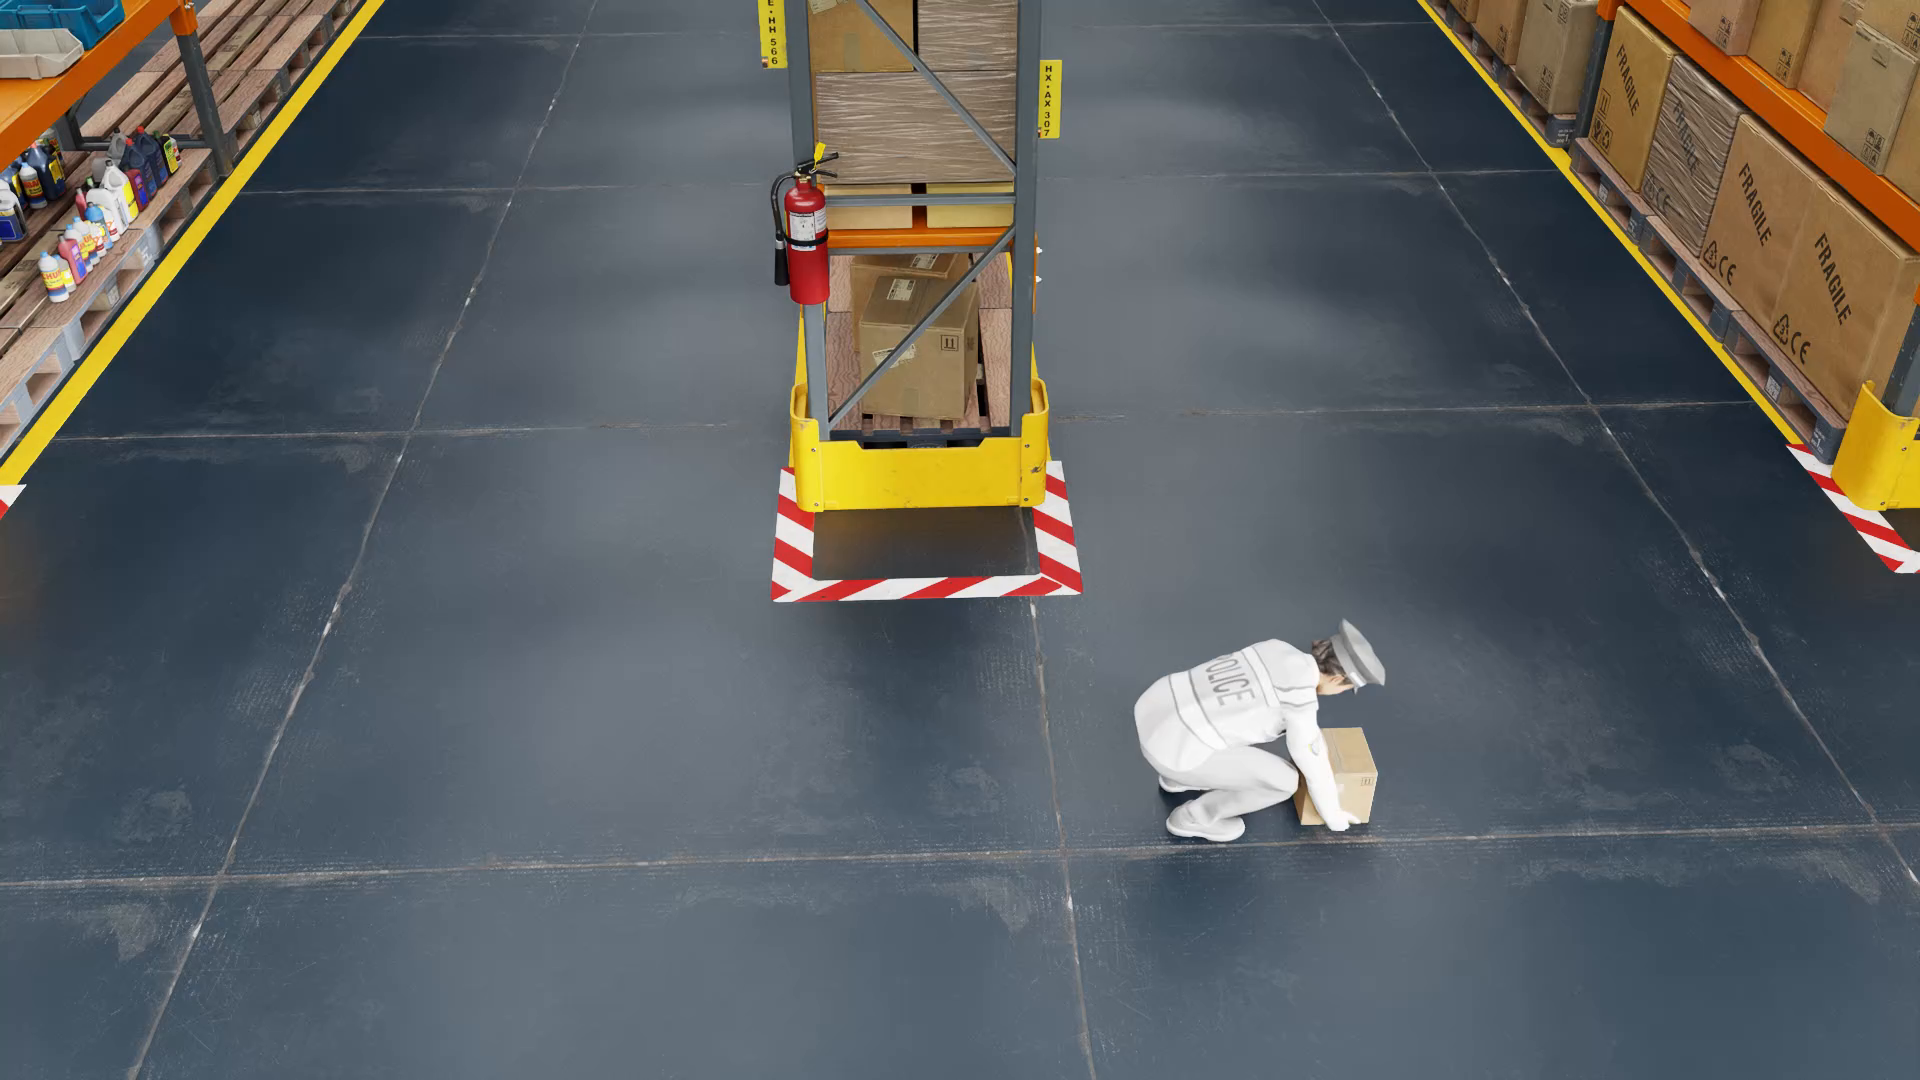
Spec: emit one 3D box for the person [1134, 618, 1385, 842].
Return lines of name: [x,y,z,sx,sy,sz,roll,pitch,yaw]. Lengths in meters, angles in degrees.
person: [1.070,0.696,5.996,0.886,0.853,0.473,-2,35,-3]
